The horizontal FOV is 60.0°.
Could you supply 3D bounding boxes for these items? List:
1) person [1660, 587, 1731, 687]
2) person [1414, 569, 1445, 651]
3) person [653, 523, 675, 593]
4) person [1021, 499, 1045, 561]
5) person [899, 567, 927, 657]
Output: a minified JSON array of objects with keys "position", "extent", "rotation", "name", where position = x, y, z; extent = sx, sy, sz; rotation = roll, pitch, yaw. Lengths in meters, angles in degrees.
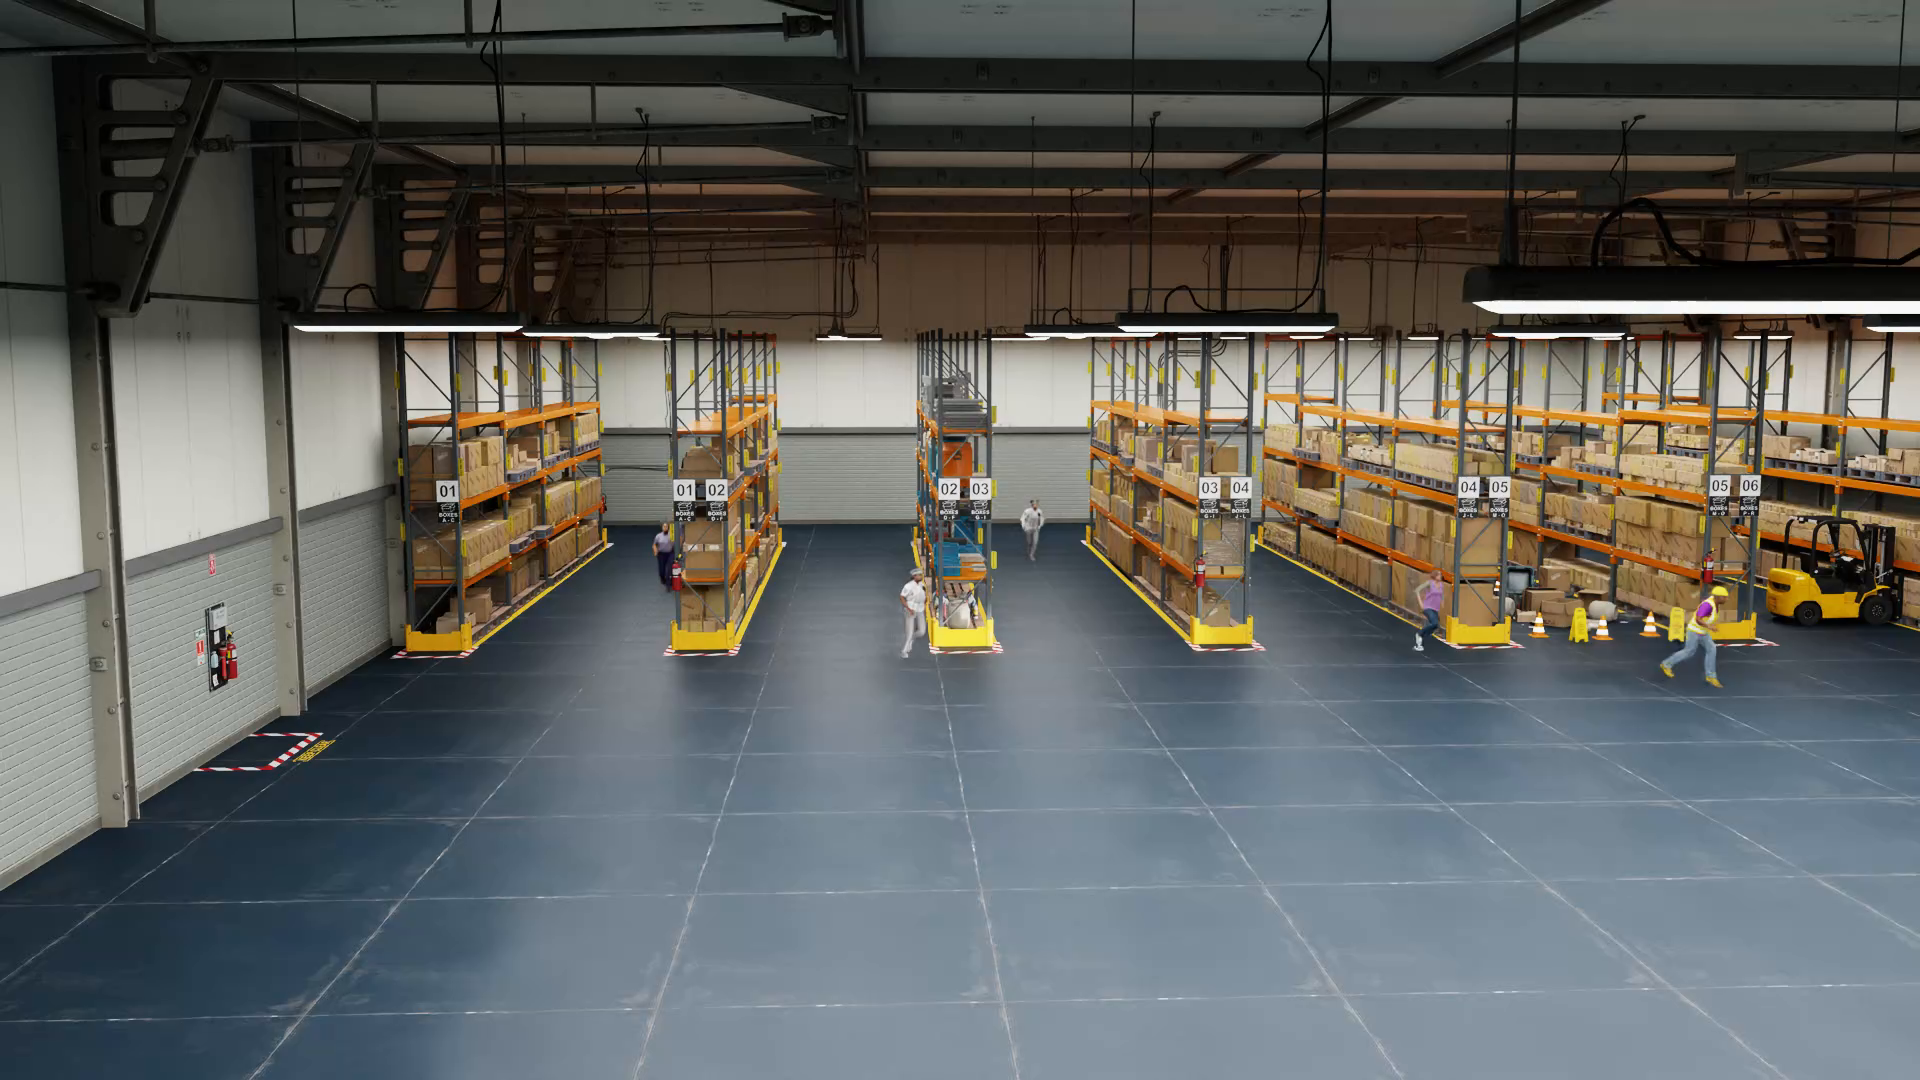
[{"position":[12.417,1.603,28.097],"extent":[1.057,1.715,0.744],"rotation":[5,8,36],"name":"person"},{"position":[8.822,1.306,31.052],"extent":[0.551,1.525,0.527],"rotation":[-4,8,-29],"name":"person"},{"position":[-6.810,0.395,38.596],"extent":[0.616,1.612,0.599],"rotation":[-1,7,-8],"name":"person"},{"position":[1.931,-0.278,44.243],"extent":[0.638,1.666,0.730],"rotation":[-1,7,-6],"name":"person"},{"position":[-0.803,1.321,30.602],"extent":[0.632,1.638,0.476],"rotation":[-5,8,-36],"name":"person"}]
